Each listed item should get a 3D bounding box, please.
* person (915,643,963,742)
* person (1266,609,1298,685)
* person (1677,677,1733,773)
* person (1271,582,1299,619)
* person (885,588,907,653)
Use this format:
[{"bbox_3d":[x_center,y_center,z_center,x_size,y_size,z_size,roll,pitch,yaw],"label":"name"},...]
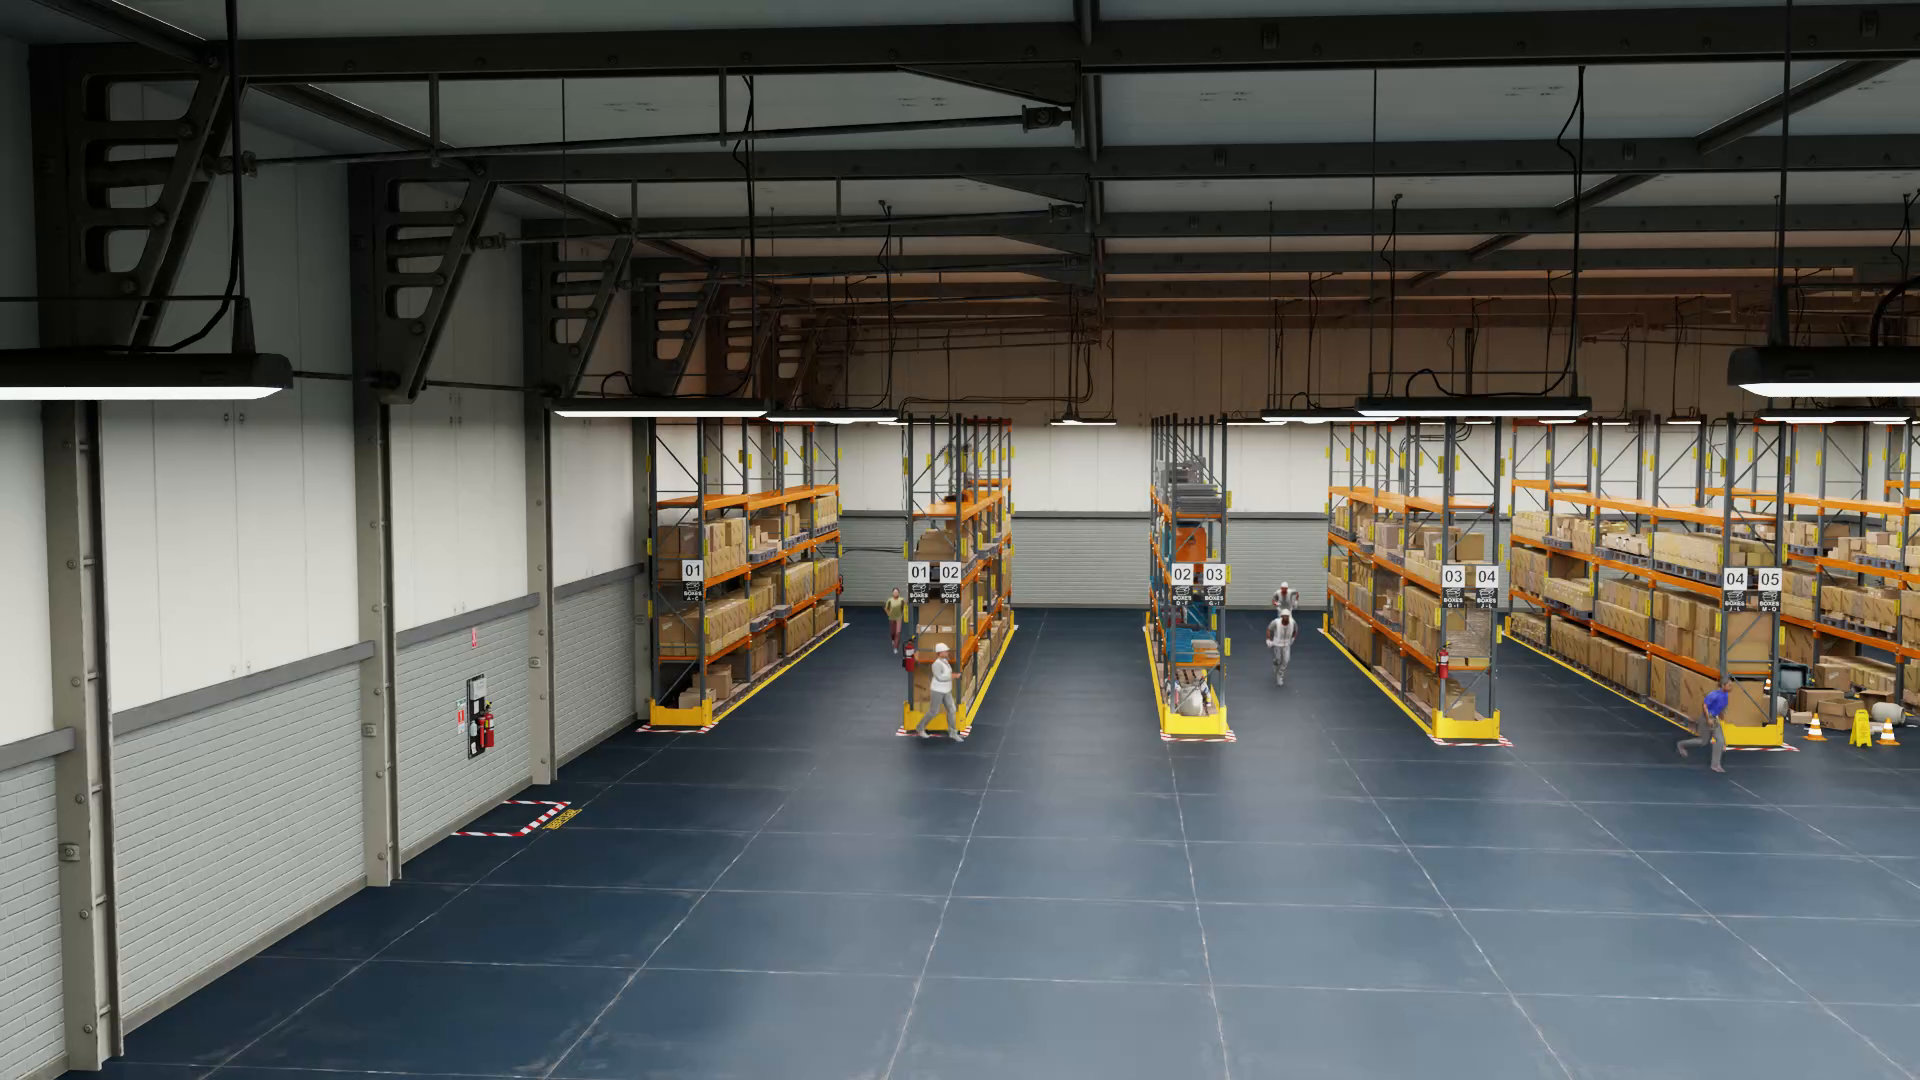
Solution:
[{"bbox_3d":[-0.377,2.774,30.337,0.907,1.804,0.635,2,4,22],"label":"person"},{"bbox_3d":[7.220,2.379,37.318,0.678,1.709,0.808,-1,4,-10],"label":"person"},{"bbox_3d":[12.539,3.082,27.979,0.583,1.599,0.891,-4,5,-45],"label":"person"},{"bbox_3d":[8.627,1.940,44.173,0.707,1.722,1.027,1,4,11],"label":"person"},{"bbox_3d":[-1.642,2.051,42.689,0.589,1.668,0.796,0,4,-3],"label":"person"}]
